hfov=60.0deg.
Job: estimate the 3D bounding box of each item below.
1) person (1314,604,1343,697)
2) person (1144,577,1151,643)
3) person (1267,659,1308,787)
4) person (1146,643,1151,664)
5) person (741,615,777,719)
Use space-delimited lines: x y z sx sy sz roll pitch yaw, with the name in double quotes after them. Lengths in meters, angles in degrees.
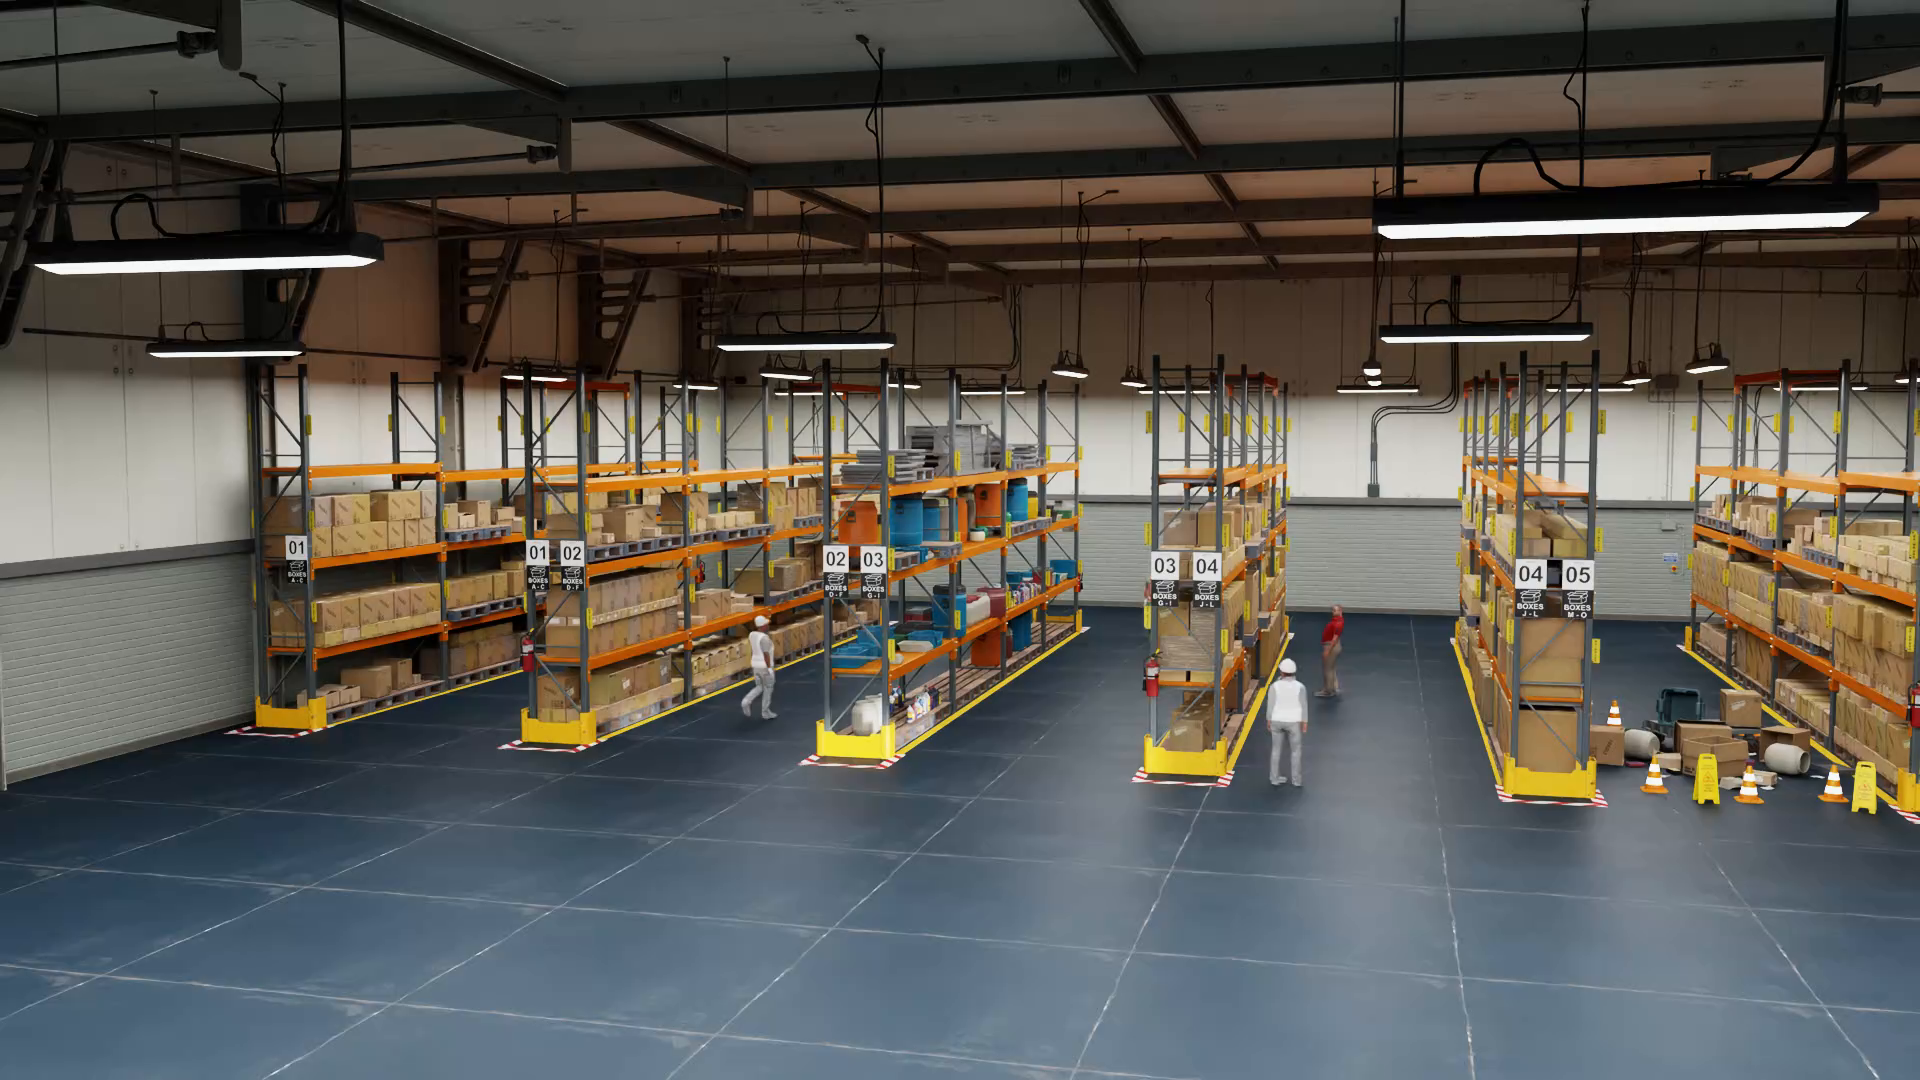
6.788 2.053 30.554 0.544 1.753 0.610 2 4 24 "person"
4.563 1.498 38.683 0.607 1.813 0.877 1 4 13 "person"
4.547 2.529 23.090 0.551 1.780 0.438 3 5 33 "person"
4.214 1.727 34.634 0.559 1.697 1.086 2 4 22 "person"
-3.393 2.160 28.195 0.670 1.775 0.566 -4 5 -42 "person"
